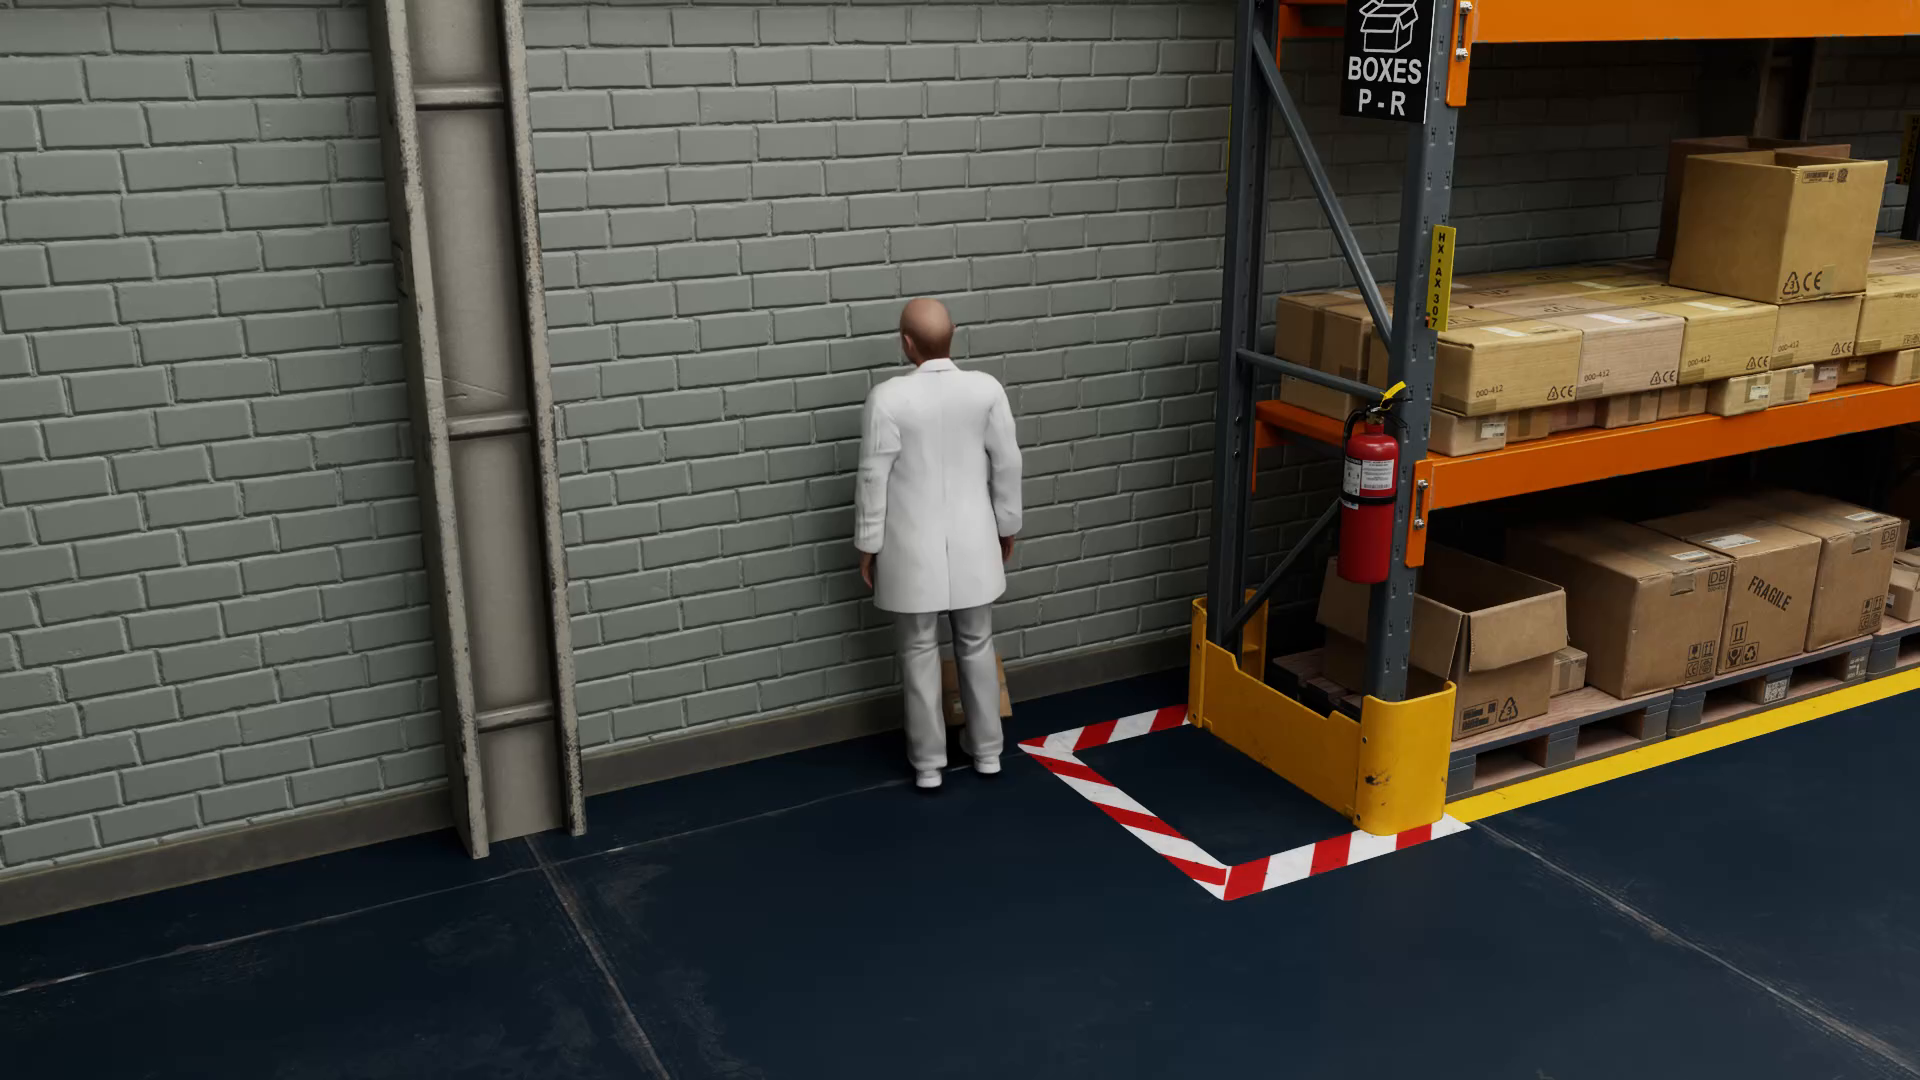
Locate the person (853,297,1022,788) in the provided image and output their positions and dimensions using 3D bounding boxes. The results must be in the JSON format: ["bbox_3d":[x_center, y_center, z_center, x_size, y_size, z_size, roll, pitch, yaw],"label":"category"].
[{"bbox_3d":[-0.075,0.009,6.005,0.635,1.786,0.423,-5,19,-15],"label":"person"}]
